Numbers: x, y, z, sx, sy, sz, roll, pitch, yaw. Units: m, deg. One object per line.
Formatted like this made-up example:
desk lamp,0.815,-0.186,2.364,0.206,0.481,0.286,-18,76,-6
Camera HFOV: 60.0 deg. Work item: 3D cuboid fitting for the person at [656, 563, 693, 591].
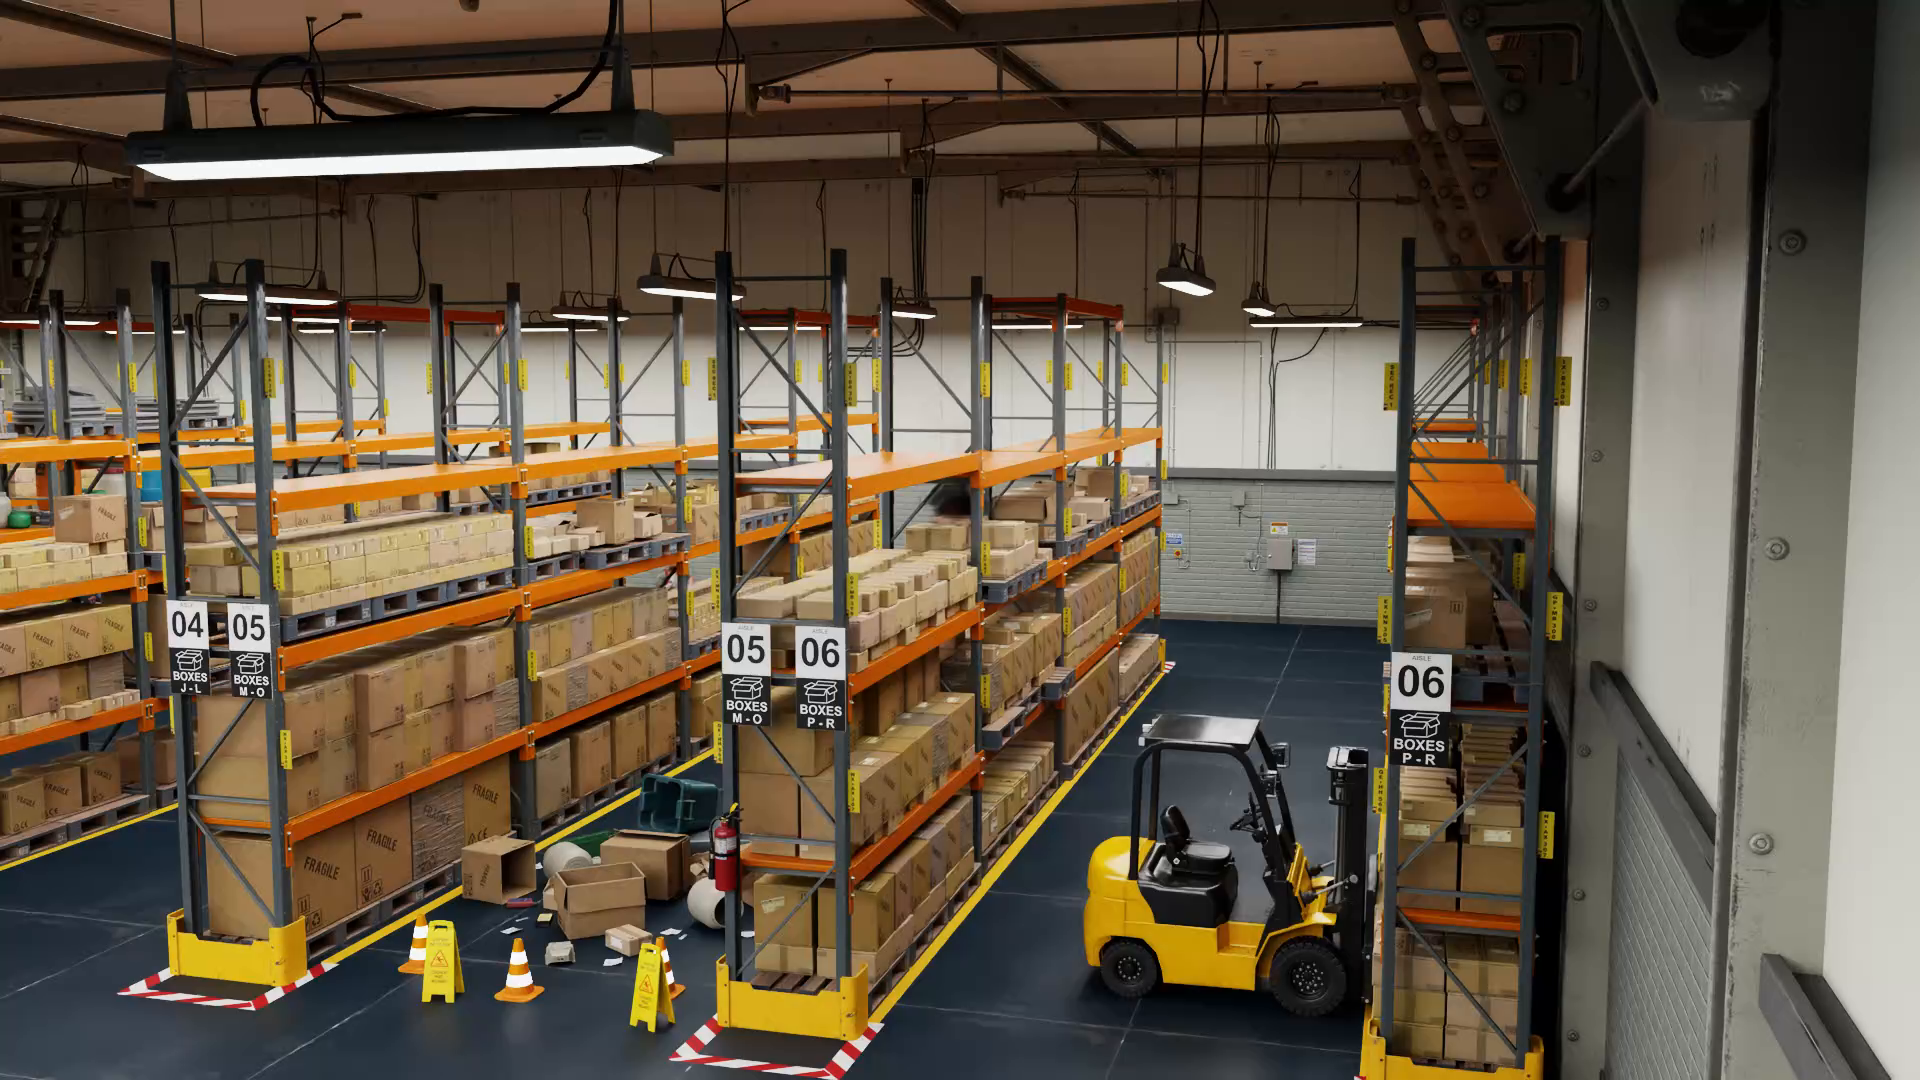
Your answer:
person,-5.106,1.106,29.899,0.716,1.758,0.912,-1,6,-6
